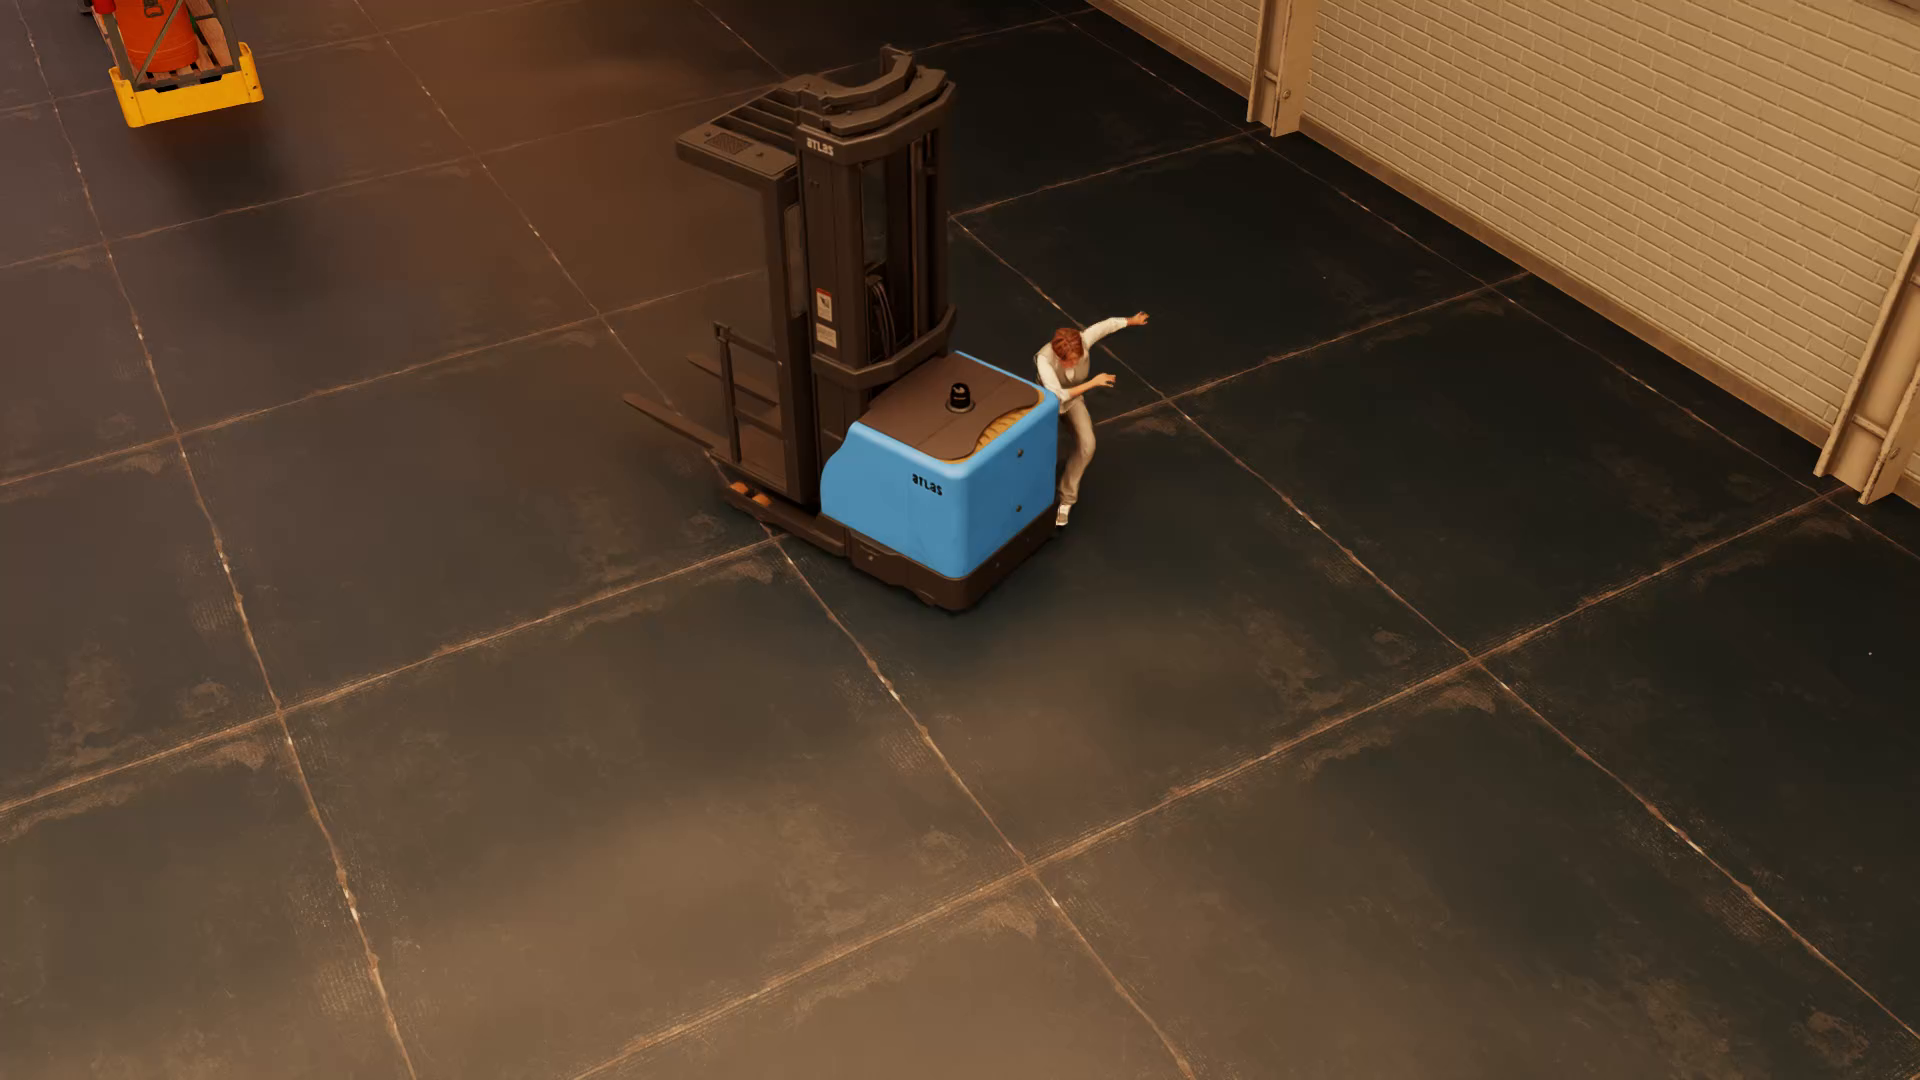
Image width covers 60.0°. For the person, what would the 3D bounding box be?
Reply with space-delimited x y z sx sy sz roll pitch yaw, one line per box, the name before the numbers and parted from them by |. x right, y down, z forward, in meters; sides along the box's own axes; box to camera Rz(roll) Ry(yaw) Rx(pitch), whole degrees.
person | 0.784 -0.804 10.327 1.127 1.300 0.747 -13 41 -15

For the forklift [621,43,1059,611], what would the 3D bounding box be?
forklift | -0.878 -1.491 9.833 3.031 2.935 1.130 26 46 28
